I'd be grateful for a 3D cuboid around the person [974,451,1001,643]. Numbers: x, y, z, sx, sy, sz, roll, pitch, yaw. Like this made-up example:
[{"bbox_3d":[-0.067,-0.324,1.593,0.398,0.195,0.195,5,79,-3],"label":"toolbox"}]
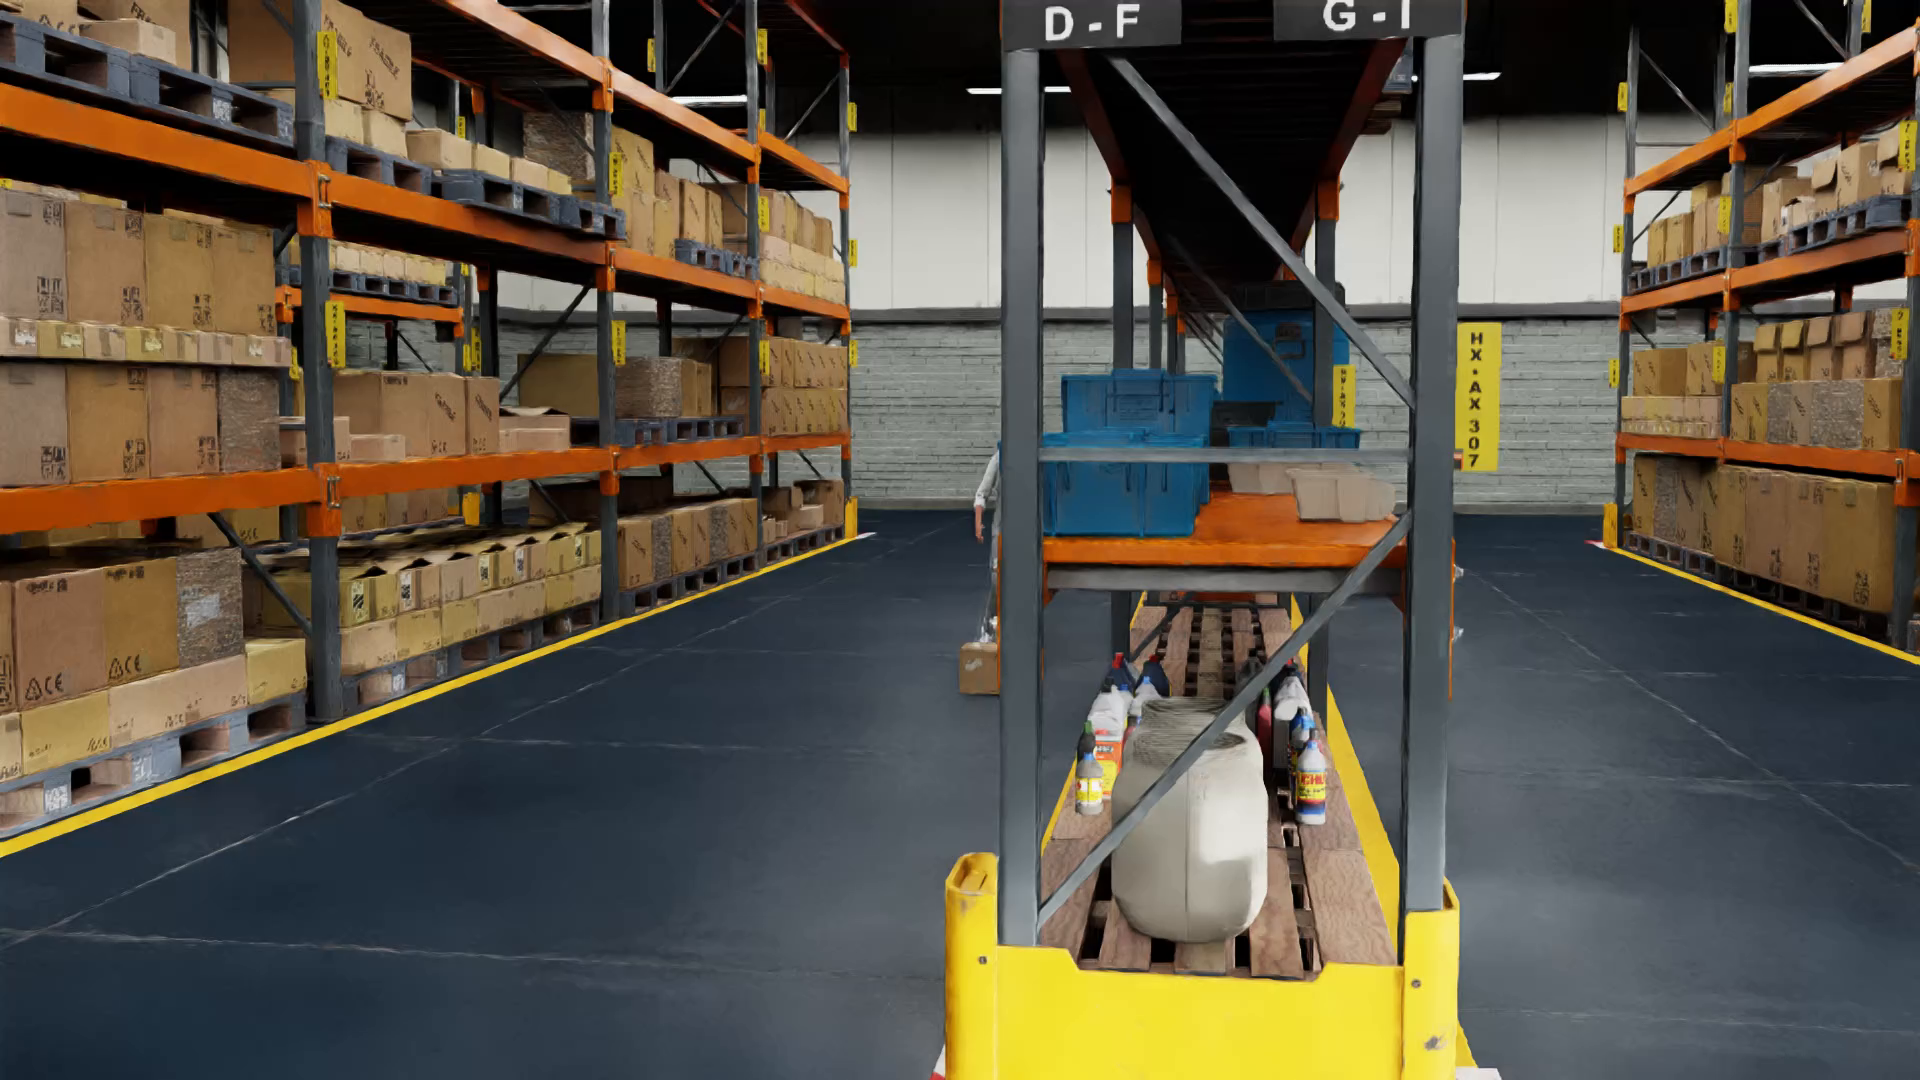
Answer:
[{"bbox_3d":[0.383,0.004,10.292,0.584,1.566,0.441,0,5,-1],"label":"person"}]
